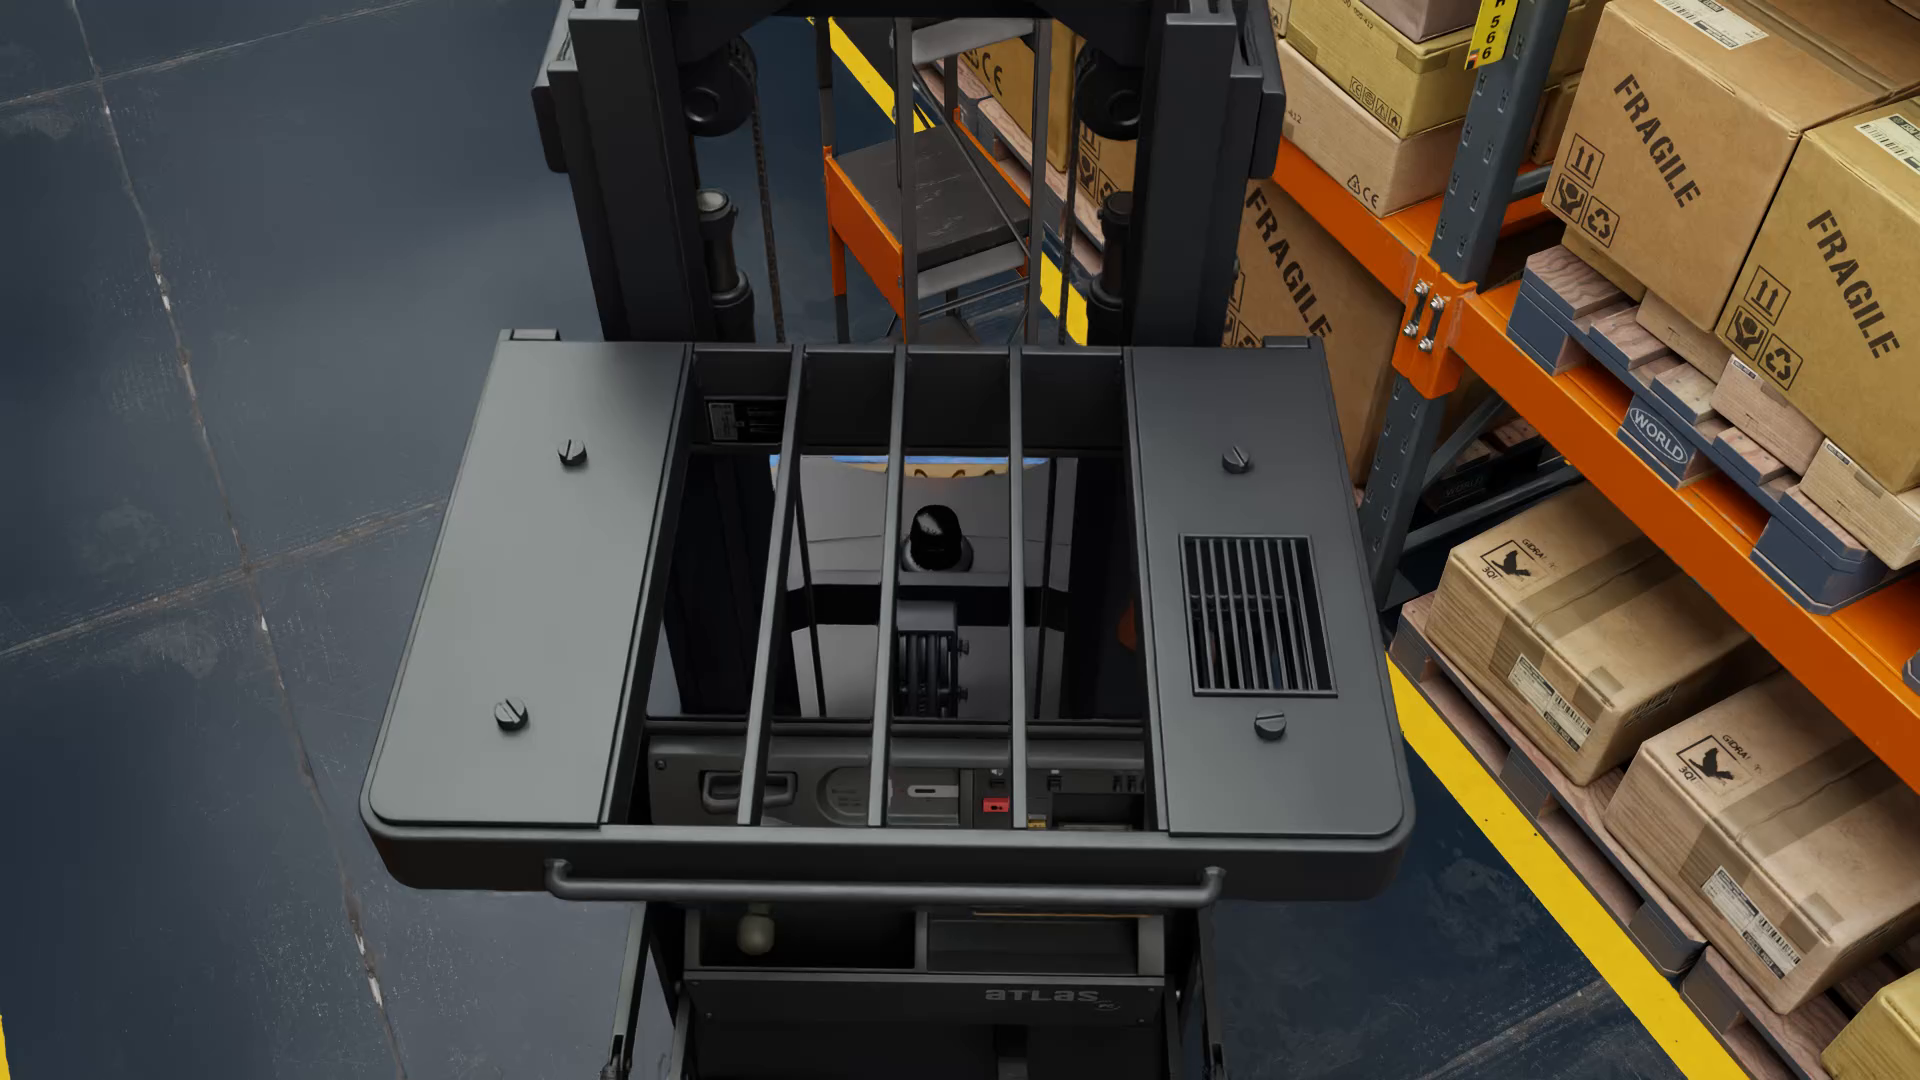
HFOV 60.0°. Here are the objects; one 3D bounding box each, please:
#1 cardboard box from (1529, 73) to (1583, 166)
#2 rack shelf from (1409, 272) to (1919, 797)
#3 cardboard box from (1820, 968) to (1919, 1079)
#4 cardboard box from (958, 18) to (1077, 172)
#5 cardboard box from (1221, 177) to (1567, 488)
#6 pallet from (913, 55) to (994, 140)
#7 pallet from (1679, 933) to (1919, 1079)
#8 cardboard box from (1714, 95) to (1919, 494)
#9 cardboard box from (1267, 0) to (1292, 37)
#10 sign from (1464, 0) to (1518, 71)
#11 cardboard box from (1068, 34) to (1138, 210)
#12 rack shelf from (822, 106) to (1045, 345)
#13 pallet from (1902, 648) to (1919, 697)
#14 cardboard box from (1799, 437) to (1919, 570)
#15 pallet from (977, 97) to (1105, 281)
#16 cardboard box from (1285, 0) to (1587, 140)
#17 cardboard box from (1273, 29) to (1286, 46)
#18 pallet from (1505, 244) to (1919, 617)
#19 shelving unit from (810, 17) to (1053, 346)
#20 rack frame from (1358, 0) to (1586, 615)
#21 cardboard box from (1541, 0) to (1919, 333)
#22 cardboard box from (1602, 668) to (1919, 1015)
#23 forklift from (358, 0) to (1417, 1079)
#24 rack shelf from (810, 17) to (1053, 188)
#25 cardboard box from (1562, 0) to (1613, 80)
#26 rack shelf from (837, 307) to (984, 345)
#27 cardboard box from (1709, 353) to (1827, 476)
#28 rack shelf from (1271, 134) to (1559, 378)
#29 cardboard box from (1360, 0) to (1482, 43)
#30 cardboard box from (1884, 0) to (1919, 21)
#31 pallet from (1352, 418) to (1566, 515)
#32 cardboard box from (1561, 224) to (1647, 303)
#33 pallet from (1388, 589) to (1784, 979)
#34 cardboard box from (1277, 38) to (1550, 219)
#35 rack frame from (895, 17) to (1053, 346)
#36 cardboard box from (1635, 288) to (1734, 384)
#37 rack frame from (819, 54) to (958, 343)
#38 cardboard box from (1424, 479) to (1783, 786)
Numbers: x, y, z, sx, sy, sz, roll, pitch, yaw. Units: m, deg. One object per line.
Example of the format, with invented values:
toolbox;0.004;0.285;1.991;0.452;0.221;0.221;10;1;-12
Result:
cardboard box;1.626;-1.315;4.507;0.500;0.250;0.500;-22;52;-18
rack shelf;2.541;0.625;3.188;1.077;0.370;4.000;-21;52;-18
cardboard box;2.563;1.159;3.710;0.950;0.372;0.625;-20;52;-16
cardboard box;0.571;-2.077;6.206;0.875;0.875;0.875;-20;52;-16
cardboard box;1.384;-0.880;5.159;0.875;0.875;0.875;-22;52;-18
pallet;0.216;-2.219;7.050;1.003;0.211;1.213;-21;52;-18
pallet;2.537;1.307;3.967;1.003;0.211;1.213;-21;52;-18
cardboard box;1.871;-0.492;3.145;0.500;0.500;0.500;-19;51;-16
cardboard box;0.941;-1.644;4.463;0.500;0.250;0.500;-22;53;-18
sign;1.134;-1.138;3.483;0.100;0.325;0.005;-21;52;-18
cardboard box;0.980;-1.478;5.683;0.875;0.875;0.875;-21;52;-17
rack shelf;-0.076;-0.793;4.567;0.431;0.518;0.480;-21;52;-18
pallet;2.568;0.424;3.014;1.003;0.211;1.213;-21;52;-18
cardboard box;1.901;-0.133;3.262;0.380;0.149;0.250;-21;52;-17
pallet;0.778;-1.401;6.335;1.003;0.211;1.213;-21;52;-18
cardboard box;1.179;-1.302;4.164;0.500;0.250;0.500;-21;52;-18
cardboard box;0.916;-1.486;4.657;0.500;0.250;0.500;-20;52;-17
pallet;2.047;-0.447;3.775;1.213;0.211;1.003;-21;52;-18
shelving unit;-0.076;-0.802;4.557;0.431;2.100;0.503;-21;52;-18
rack frame;1.626;-0.950;4.088;1.000;3.000;0.127;-21;52;-18
cardboard box;1.626;-0.838;3.447;0.500;0.500;0.500;-23;53;-19
cardboard box;2.221;0.649;4.156;0.950;0.372;0.625;-22;52;-18
forklift;-0.070;0.634;2.748;1.130;2.935;3.031;1;49;1
rack shelf;-0.076;-1.254;4.040;0.431;0.518;0.480;-21;52;-18
cardboard box;1.614;-1.490;4.328;0.500;0.250;0.500;-22;52;-18
rack shelf;-0.076;-0.332;5.094;0.431;0.518;0.480;-21;52;-18
cardboard box;1.793;-0.324;3.429;0.380;0.149;0.250;-24;53;-20
rack shelf;0.711;-2.052;5.530;1.077;0.370;4.000;-21;52;-18
cardboard box;1.157;-1.568;3.898;0.500;0.500;0.500;-22;53;-18
cardboard box;2.081;-1.011;3.598;0.500;0.500;0.500;-23;53;-19
pallet;1.332;-0.586;5.622;1.003;0.211;1.213;-21;52;-18
cardboard box;1.610;-0.724;3.778;0.380;0.149;0.250;-24;53;-20
pallet;1.982;0.491;4.680;1.003;0.211;1.213;-21;52;-18
cardboard box;1.164;-1.150;4.363;0.500;0.250;0.500;-23;53;-19
rack frame;0.036;-0.639;4.414;0.400;2.100;0.015;-21;52;-18
cardboard box;1.709;-0.523;3.603;0.380;0.149;0.250;-24;53;-20
rack frame;-0.187;-0.965;4.699;0.400;2.100;0.015;-21;52;-18
cardboard box;1.876;0.158;4.586;0.950;0.372;0.625;-24;53;-20
